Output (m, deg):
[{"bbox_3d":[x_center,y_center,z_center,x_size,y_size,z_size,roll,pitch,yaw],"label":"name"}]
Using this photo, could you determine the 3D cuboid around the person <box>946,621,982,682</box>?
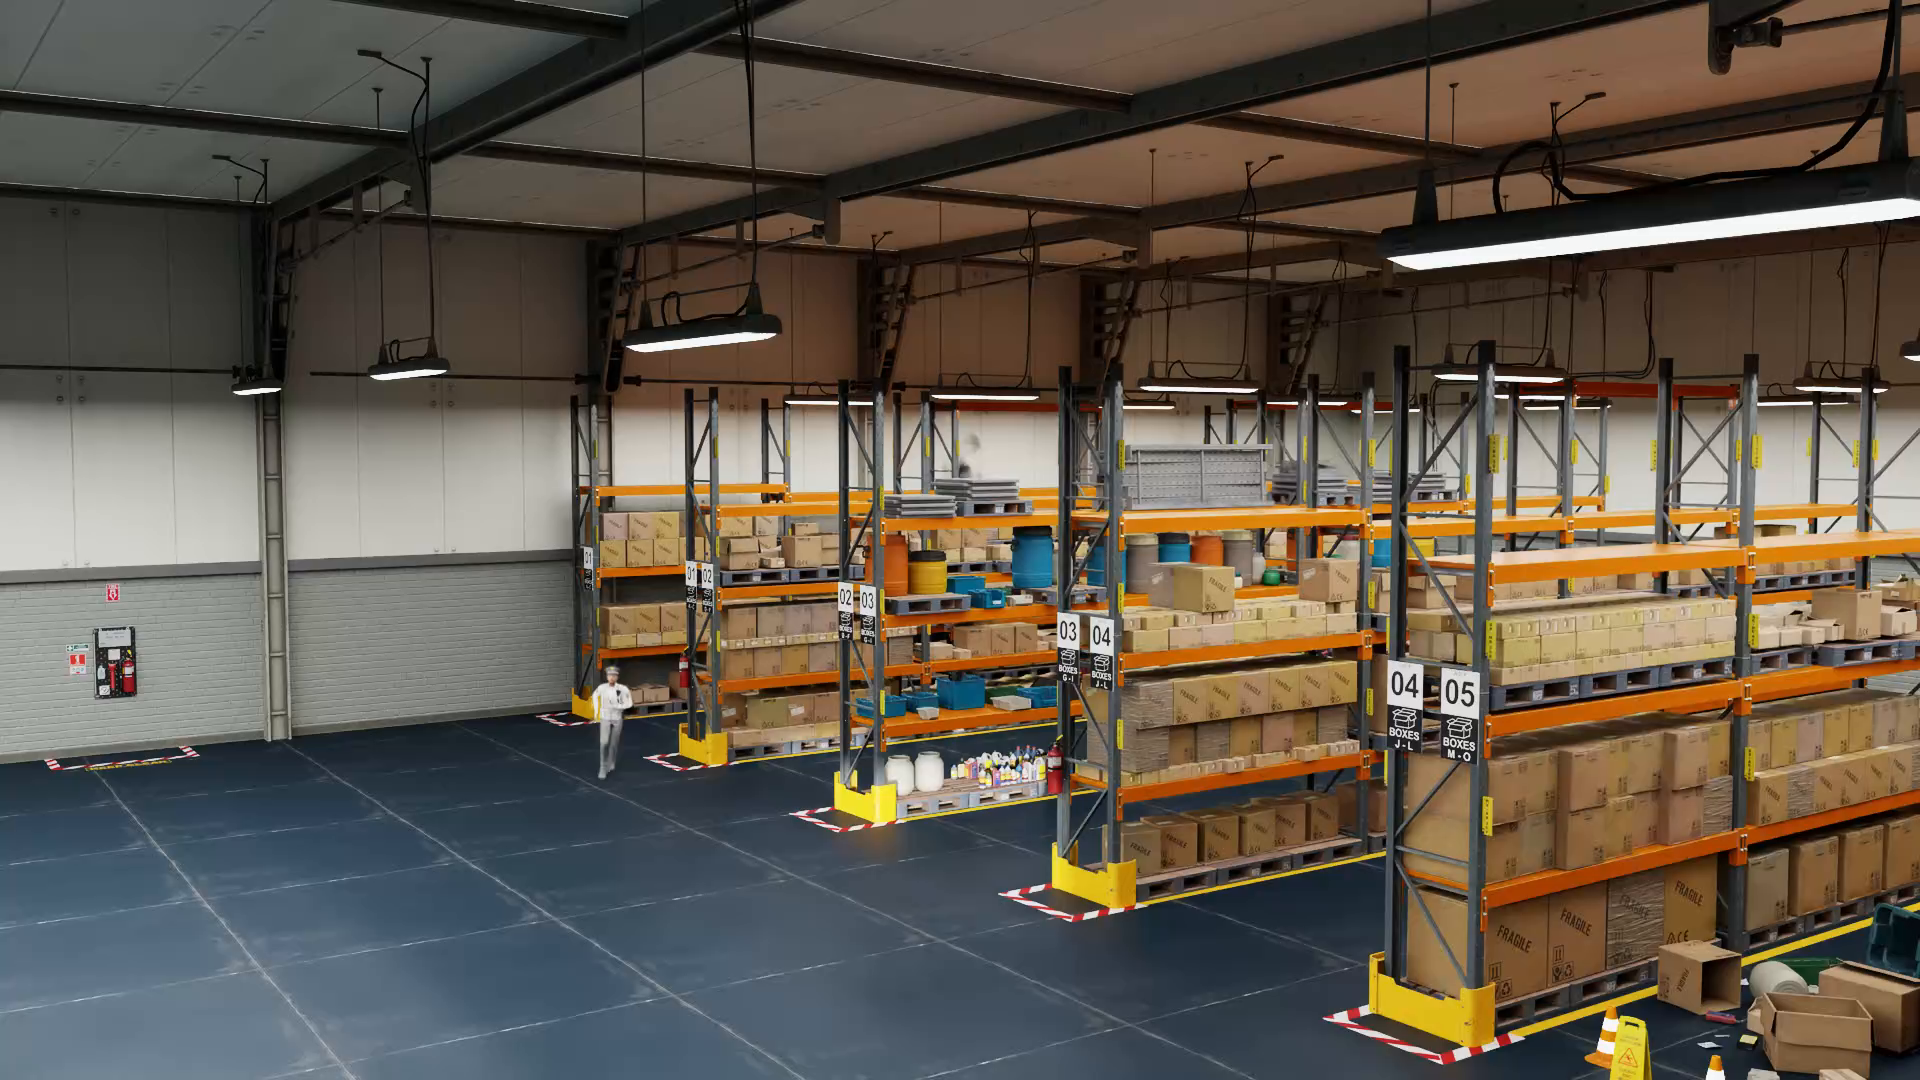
[{"bbox_3d":[0.011,2.048,32.646,0.663,1.754,0.904,3,5,42],"label":"person"}]

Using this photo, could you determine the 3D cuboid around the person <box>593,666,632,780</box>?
[{"bbox_3d":[-5.342,2.792,25.576,0.600,1.741,0.666,-1,3,-11],"label":"person"}]
